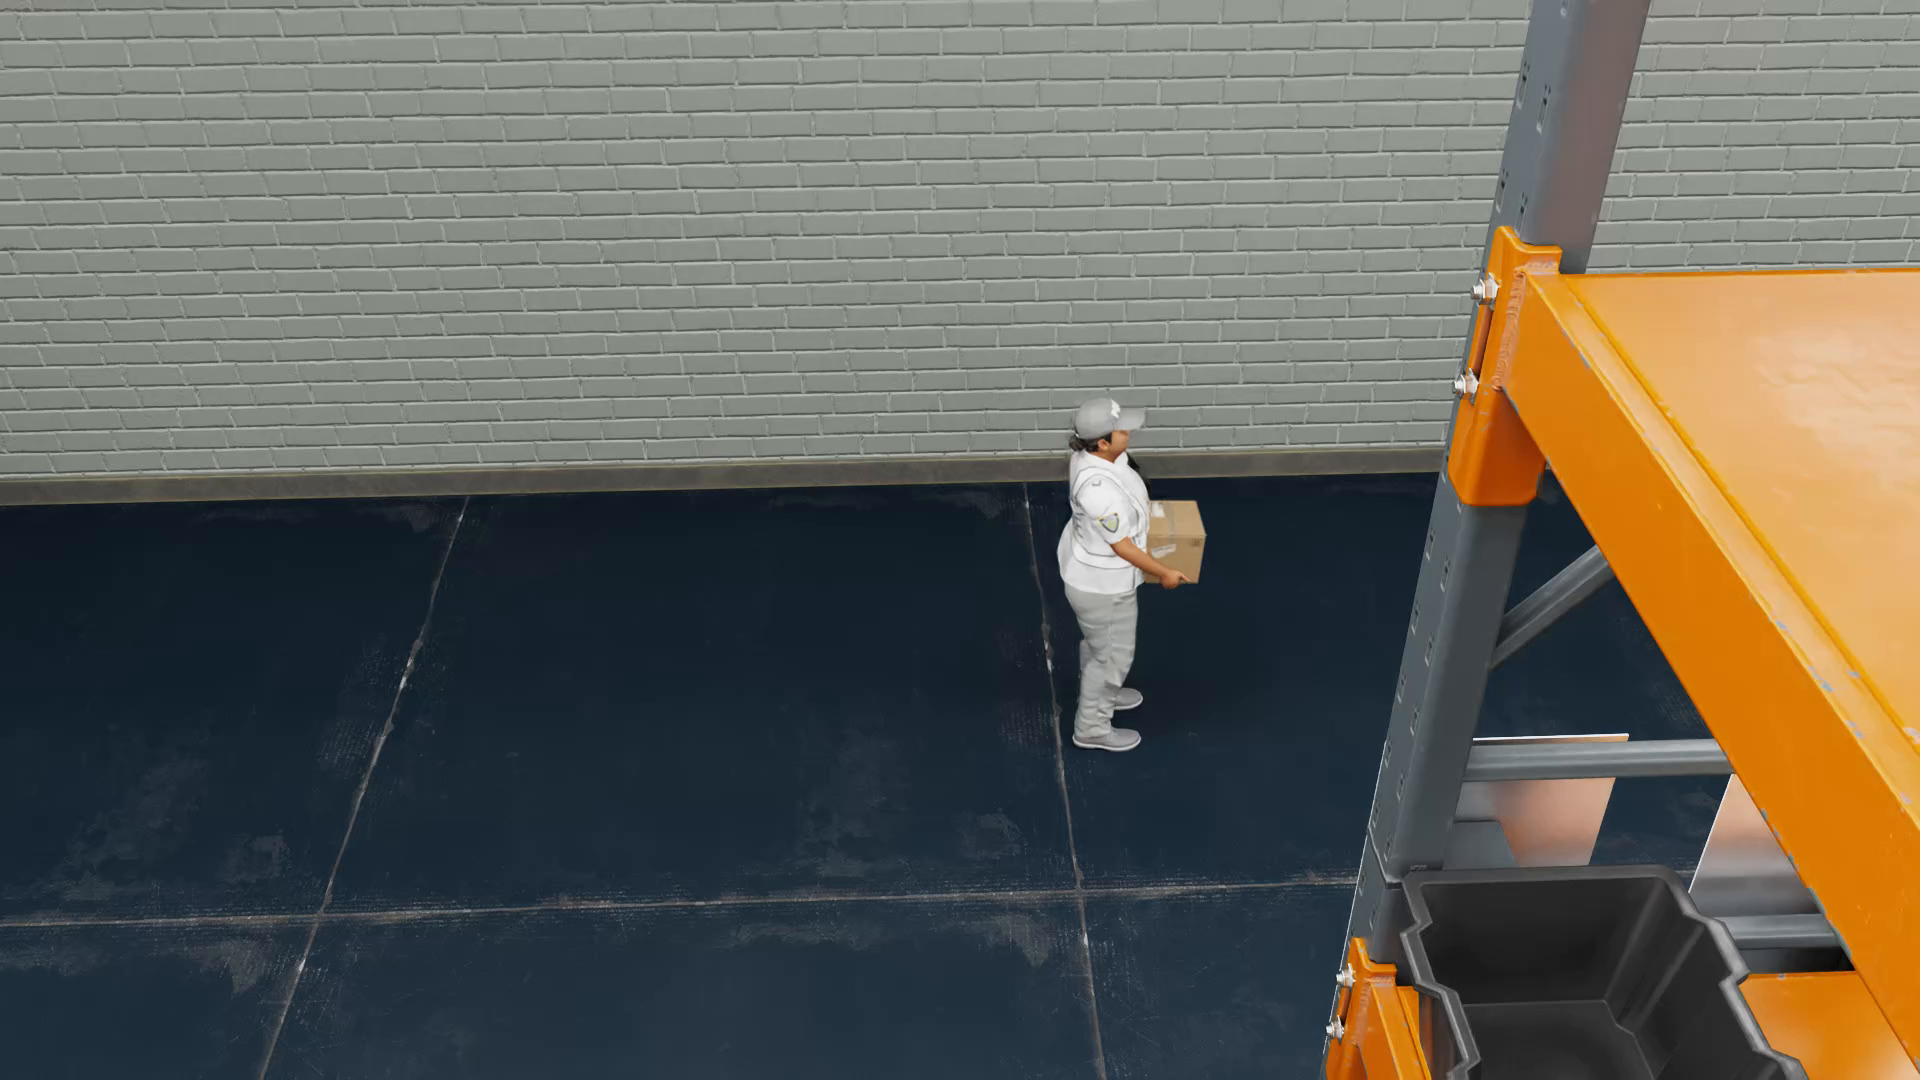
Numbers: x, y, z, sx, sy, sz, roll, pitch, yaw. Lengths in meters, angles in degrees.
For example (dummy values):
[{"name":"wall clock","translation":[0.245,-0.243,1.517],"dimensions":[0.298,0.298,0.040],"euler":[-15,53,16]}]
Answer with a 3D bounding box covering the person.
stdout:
[{"name":"person","translation":[0.679,0.135,7.004],"dimensions":[0.535,1.660,0.456],"euler":[-1,35,-1]}]
